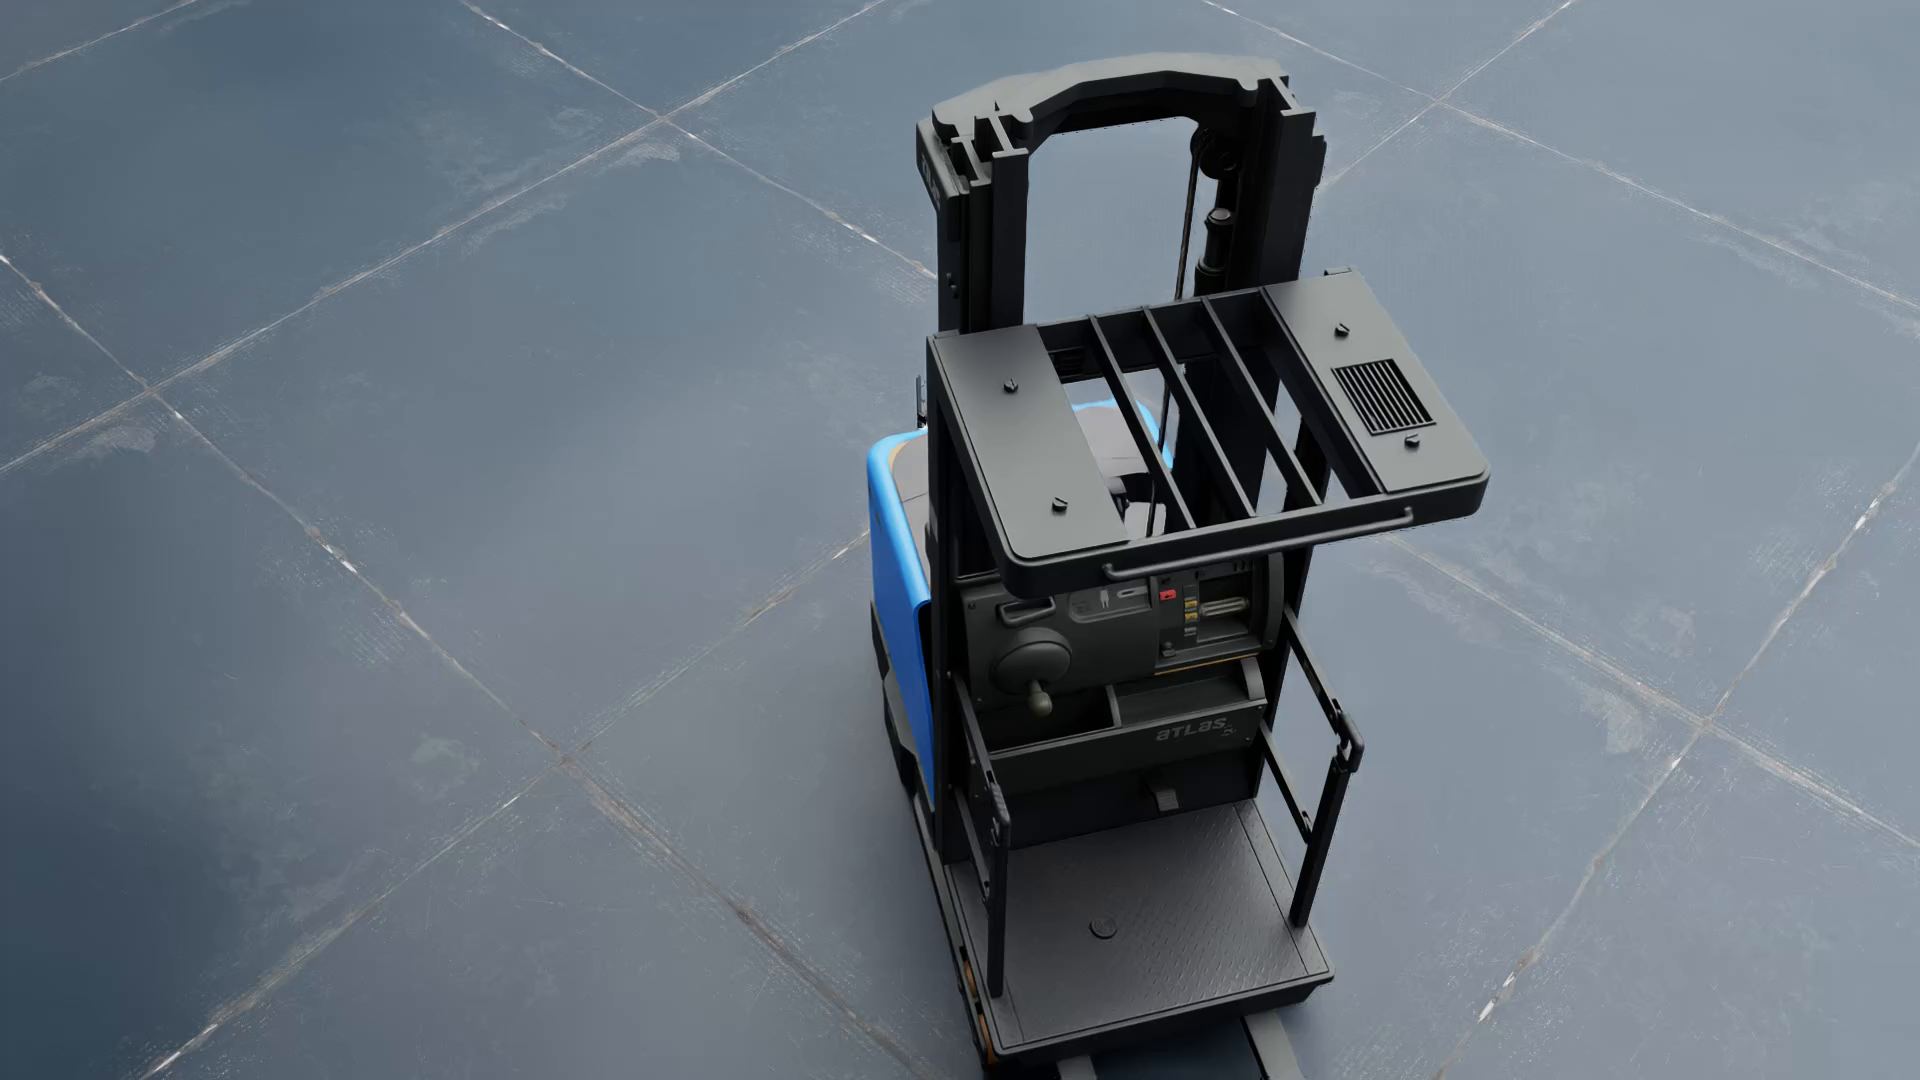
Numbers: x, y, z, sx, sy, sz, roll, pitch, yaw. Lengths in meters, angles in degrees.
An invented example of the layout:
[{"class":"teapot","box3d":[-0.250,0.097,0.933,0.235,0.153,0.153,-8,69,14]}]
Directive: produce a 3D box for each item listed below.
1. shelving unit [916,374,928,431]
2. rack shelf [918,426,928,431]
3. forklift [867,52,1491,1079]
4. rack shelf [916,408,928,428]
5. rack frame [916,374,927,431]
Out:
[{"class":"shelving unit","box3d":[-0.006,-0.312,6.534,0.210,0.900,0.258,34,55,28]},{"class":"rack shelf","box3d":[-0.006,-0.412,6.427,0.200,0.077,0.258,34,55,28]},{"class":"forklift","box3d":[0.519,0.340,4.529,1.130,2.935,3.031,-10,48,-10]},{"class":"rack shelf","box3d":[-0.006,-0.474,6.362,0.200,0.077,0.258,34,55,28]},{"class":"rack frame","box3d":[-0.081,-0.362,6.581,0.006,0.900,0.240,34,55,28]}]
